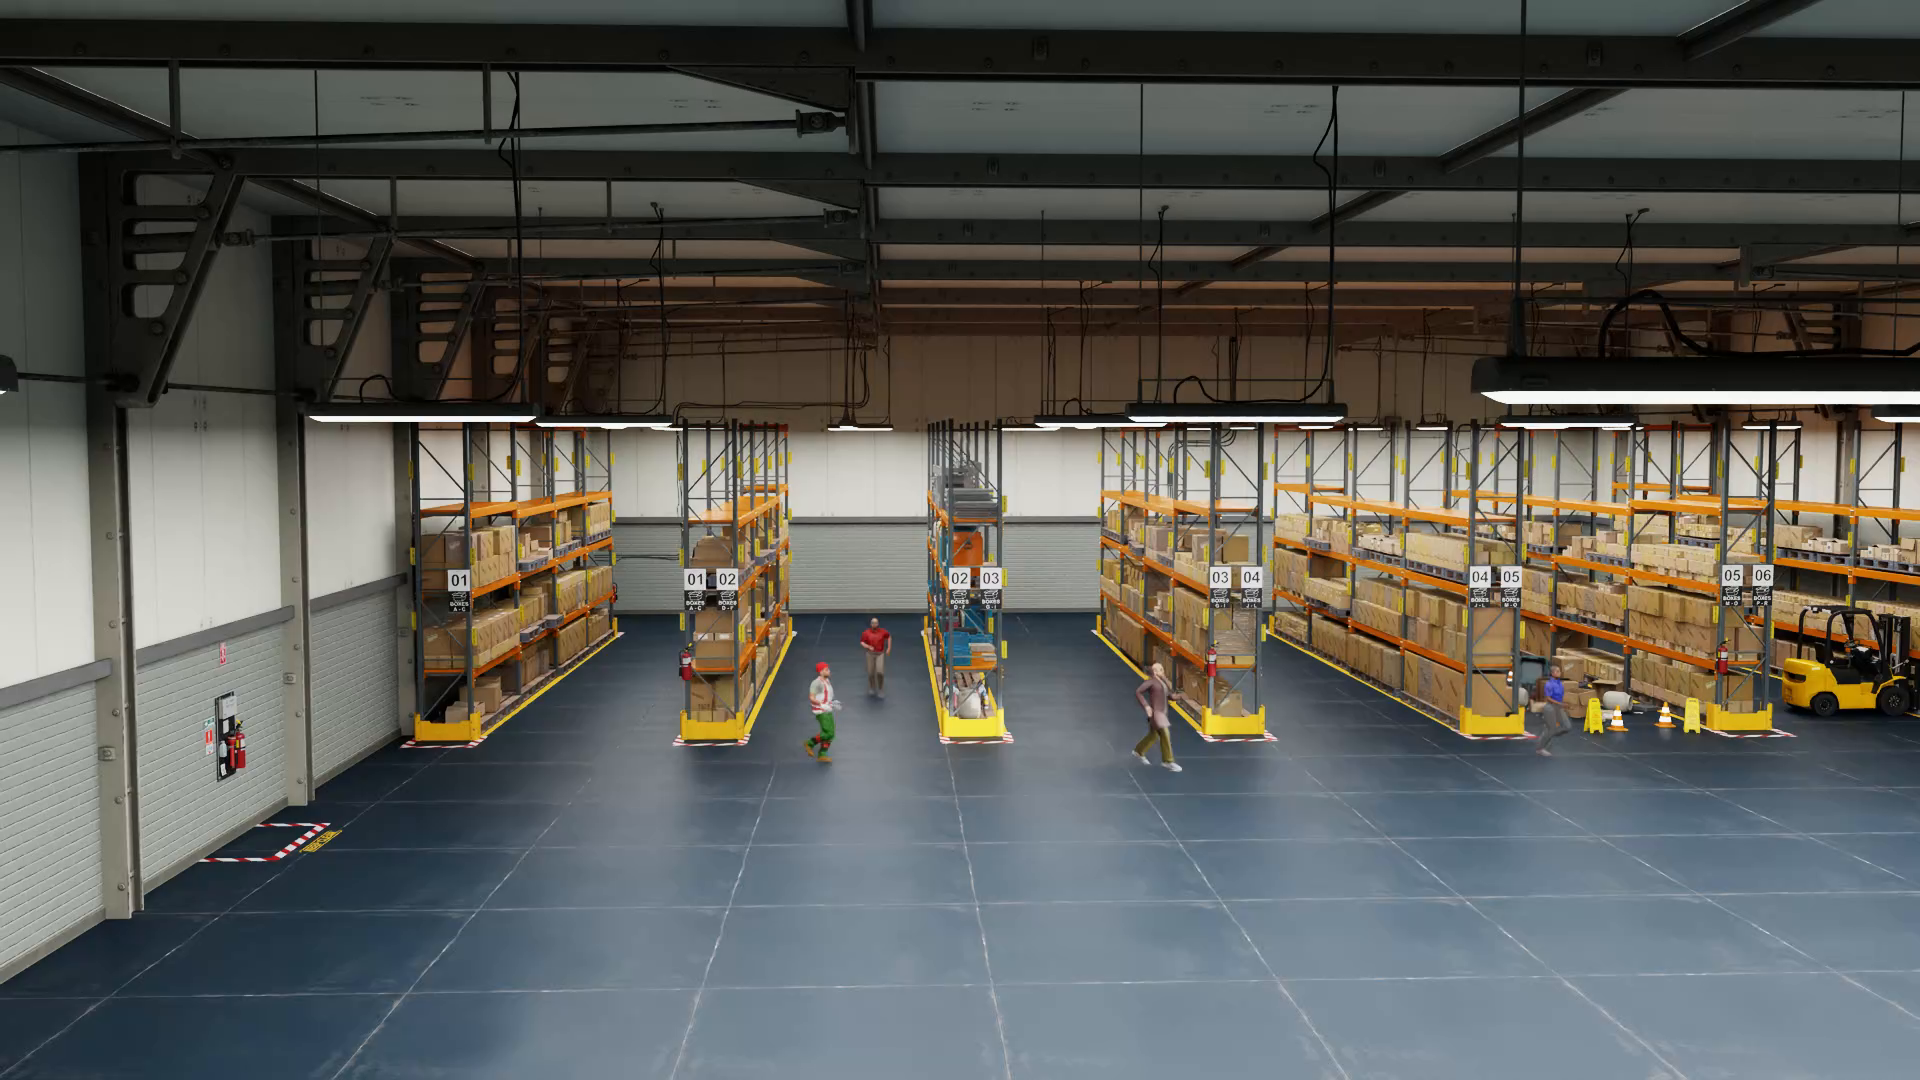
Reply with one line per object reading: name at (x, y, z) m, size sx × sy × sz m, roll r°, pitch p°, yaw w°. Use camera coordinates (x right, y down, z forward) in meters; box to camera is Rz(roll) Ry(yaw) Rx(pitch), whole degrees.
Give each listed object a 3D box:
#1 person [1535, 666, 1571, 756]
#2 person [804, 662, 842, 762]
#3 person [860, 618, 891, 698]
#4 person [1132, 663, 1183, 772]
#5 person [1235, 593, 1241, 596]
person at (10.575, 3.031, 29.501) m, size 0.607 × 1.613 × 0.669 m, roll -3°, pitch 5°, yaw -39°
person at (-2.410, 2.994, 28.985) m, size 0.587 × 1.741 × 0.639 m, roll 1°, pitch 4°, yaw 16°
person at (-1.828, 2.580, 36.055) m, size 0.677 × 1.792 × 0.741 m, roll 0°, pitch 4°, yaw -4°
person at (3.361, 2.990, 28.318) m, size 0.994 × 1.795 × 0.694 m, roll 2°, pitch 4°, yaw 29°
person at (7.709, 1.816, 47.435) m, size 0.685 × 1.765 × 0.664 m, roll 2°, pitch 4°, yaw 25°
